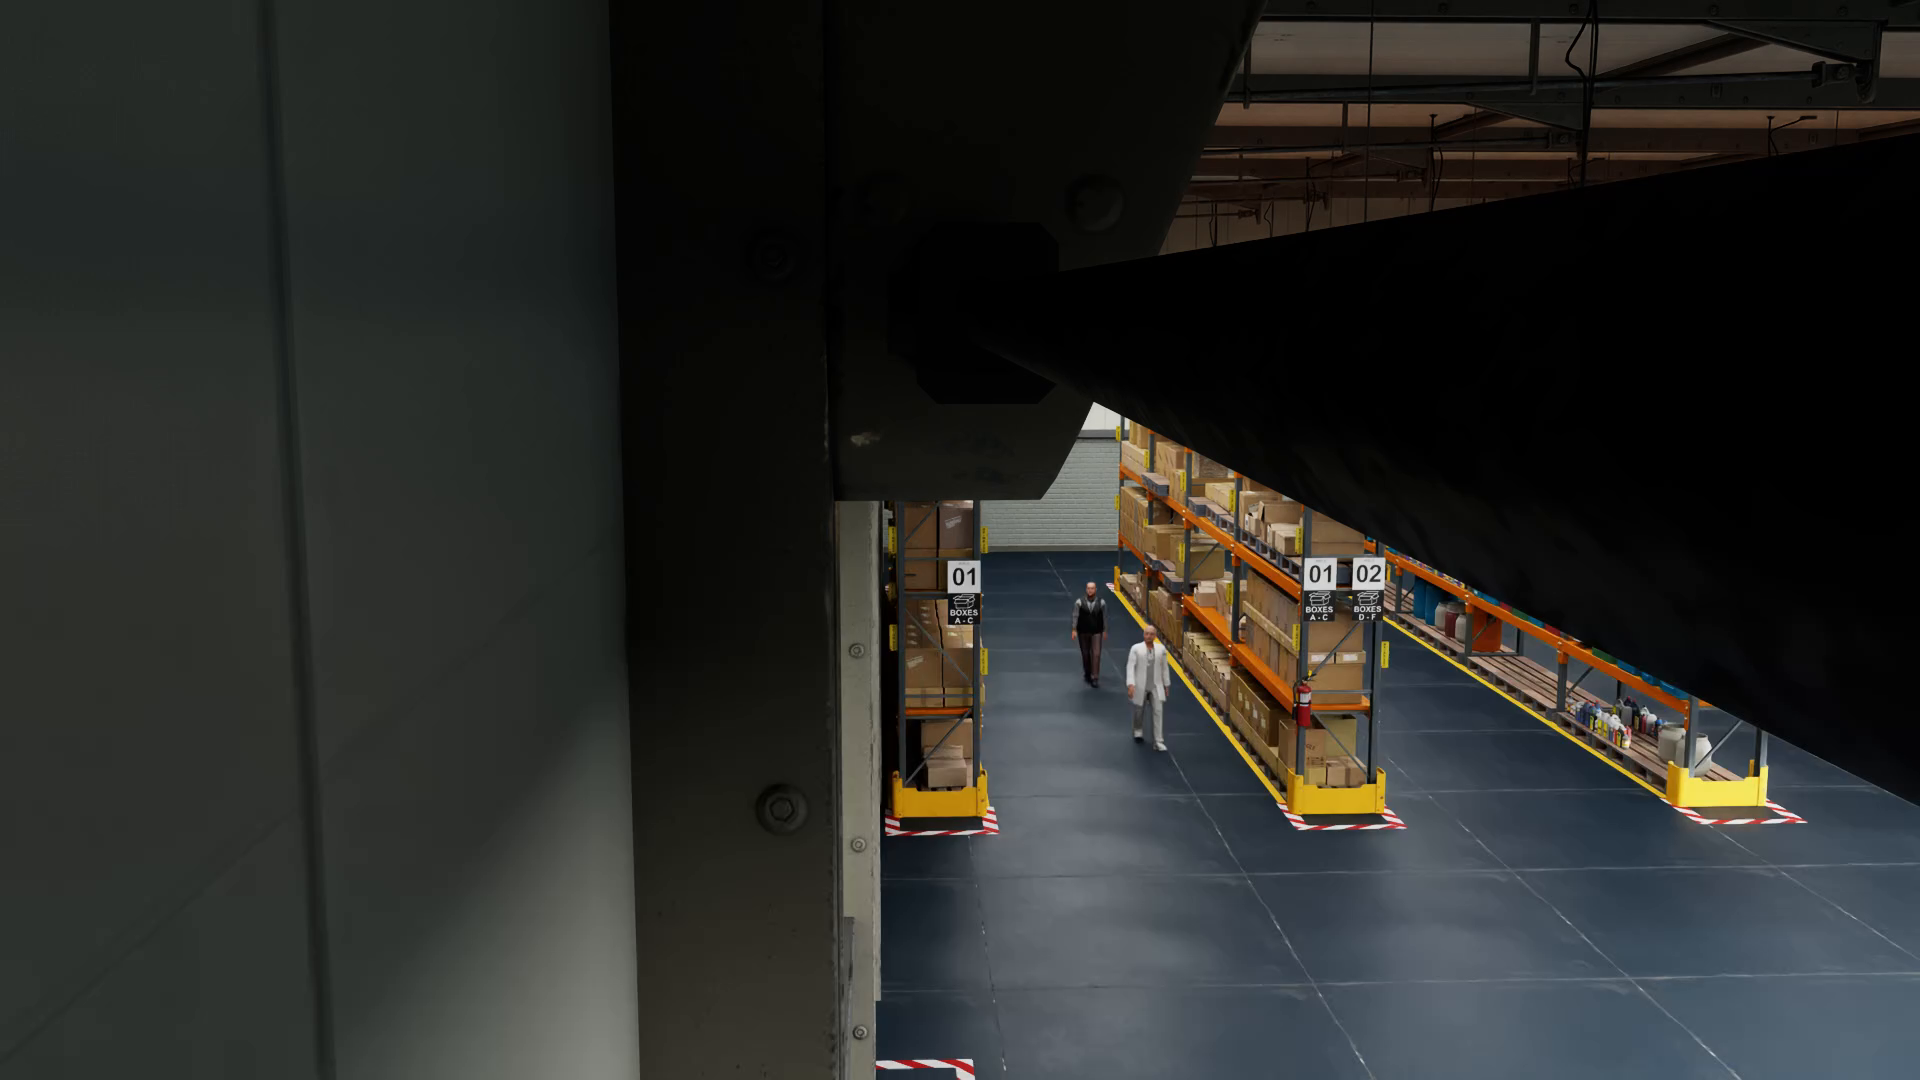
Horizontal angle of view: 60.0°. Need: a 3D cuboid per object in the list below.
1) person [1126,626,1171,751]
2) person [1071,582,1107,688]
[{"bbox_3d":[2.684,2.076,23.627,0.684,1.712,1.171,-1,8,-6],"label":"person"},{"bbox_3d":[2.132,1.538,27.470,0.579,1.668,1.015,1,8,7],"label":"person"}]
